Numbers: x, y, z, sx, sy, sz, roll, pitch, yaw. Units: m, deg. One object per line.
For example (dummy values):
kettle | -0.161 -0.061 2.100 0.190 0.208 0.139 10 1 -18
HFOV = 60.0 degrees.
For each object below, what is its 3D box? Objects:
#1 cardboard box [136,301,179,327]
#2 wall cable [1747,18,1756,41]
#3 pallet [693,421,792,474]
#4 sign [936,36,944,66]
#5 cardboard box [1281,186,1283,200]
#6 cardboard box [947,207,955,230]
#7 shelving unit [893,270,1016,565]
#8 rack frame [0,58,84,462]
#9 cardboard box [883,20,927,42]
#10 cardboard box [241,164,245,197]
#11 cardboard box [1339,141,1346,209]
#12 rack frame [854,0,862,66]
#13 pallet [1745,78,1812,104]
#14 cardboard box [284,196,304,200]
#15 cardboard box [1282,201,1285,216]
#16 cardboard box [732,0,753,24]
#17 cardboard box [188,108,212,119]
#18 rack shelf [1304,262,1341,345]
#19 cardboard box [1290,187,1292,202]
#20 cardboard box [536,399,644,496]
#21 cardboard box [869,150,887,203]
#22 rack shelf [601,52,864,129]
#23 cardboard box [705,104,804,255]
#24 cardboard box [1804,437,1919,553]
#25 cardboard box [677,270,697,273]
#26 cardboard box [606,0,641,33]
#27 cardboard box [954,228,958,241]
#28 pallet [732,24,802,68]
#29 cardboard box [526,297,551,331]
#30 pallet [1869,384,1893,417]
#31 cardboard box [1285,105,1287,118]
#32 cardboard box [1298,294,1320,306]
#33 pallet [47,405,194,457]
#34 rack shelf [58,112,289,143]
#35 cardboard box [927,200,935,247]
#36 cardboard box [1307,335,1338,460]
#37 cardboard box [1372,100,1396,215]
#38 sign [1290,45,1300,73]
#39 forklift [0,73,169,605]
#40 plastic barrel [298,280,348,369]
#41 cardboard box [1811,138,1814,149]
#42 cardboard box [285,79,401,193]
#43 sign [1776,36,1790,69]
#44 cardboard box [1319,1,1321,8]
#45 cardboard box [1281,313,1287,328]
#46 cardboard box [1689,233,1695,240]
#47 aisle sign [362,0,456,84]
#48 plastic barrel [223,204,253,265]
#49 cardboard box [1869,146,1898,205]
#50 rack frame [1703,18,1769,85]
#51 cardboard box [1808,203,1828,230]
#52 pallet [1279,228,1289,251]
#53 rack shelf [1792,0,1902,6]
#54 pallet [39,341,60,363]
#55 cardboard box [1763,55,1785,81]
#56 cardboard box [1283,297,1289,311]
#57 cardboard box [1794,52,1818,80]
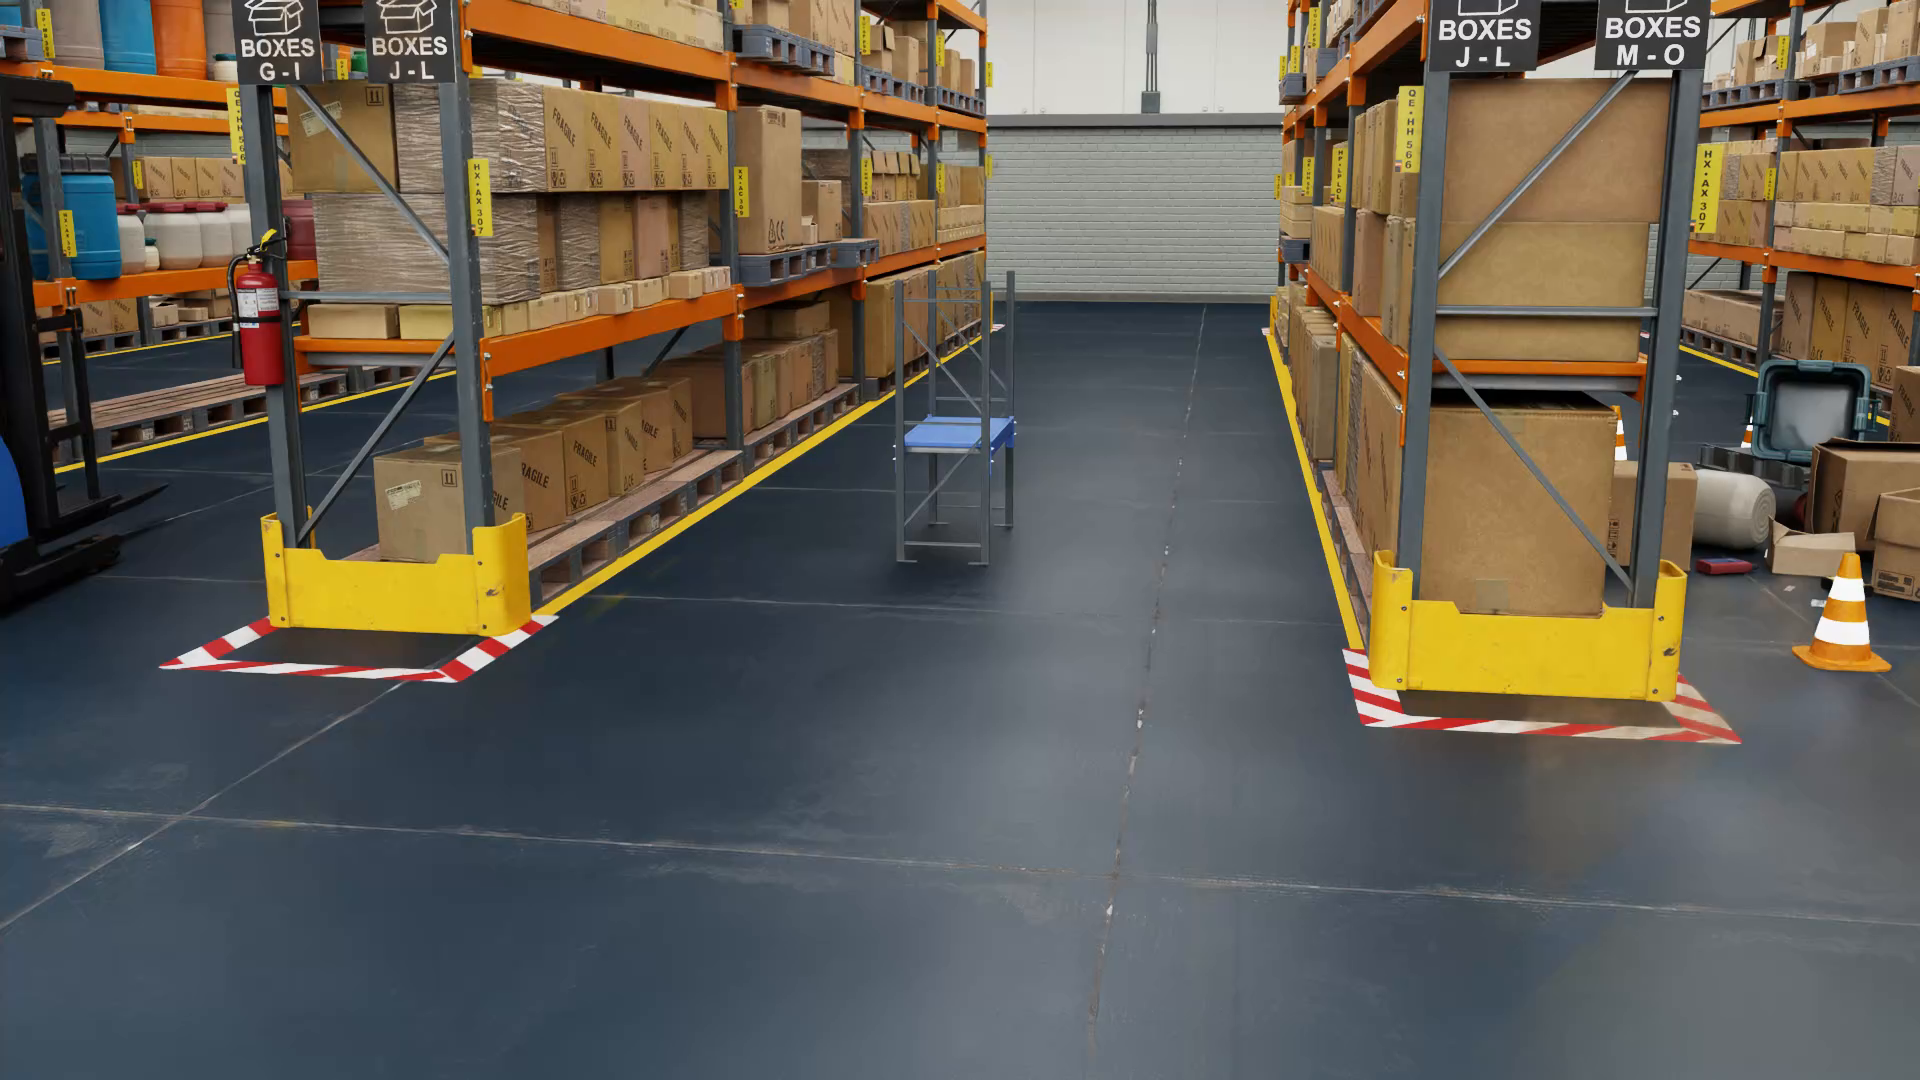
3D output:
cardboard box | -10.271 -2.870 21.031 0.500 0.311 0.500 2 12 9
wall cable | 13.732 -8.100 25.631 2.988 3.039 0.133 2 12 9
pallet | -1.873 -0.701 12.246 1.003 0.211 1.213 2 12 9
sign | -0.223 -5.425 18.452 0.100 0.325 0.005 2 12 9
cardboard box | 3.609 -3.692 17.693 0.380 0.149 0.250 3 12 12
cardboard box | -0.349 -3.832 19.806 0.500 0.250 0.500 2 12 8
shelving unit | -0.013 -0.715 9.253 0.538 1.500 1.048 2 12 9
rack frame | -6.885 -2.063 11.945 1.000 3.000 0.127 2 12 9
cardboard box | -0.610 -5.899 19.375 0.500 0.250 0.500 1 12 5
cardboard box | -9.882 -4.945 22.708 0.500 0.500 0.500 2 12 10
cardboard box | 3.277 -2.786 12.688 0.700 0.500 0.500 2 12 8
rack frame | -1.376 -5.668 14.432 1.000 3.000 0.127 2 12 9
pallet | 9.167 -4.839 17.920 1.003 0.211 1.213 2 12 9
cardboard box | -9.734 -4.669 23.800 0.500 0.500 0.500 2 12 10
cardboard box | 3.493 -3.385 16.973 0.380 0.149 0.250 1 12 6
cardboard box | -1.821 -3.719 11.268 0.797 0.503 0.637 1 12 6
cardboard box | -10.070 -5.584 21.518 0.500 0.250 0.500 2 12 9
rack shelf | 3.202 -1.785 12.365 1.077 0.370 4.000 2 12 9
cardboard box | 3.213 -3.150 15.178 0.380 0.149 0.250 2 12 10
cardboard box | -2.191 -0.552 9.873 0.500 0.500 0.500 1 12 4
cardboard box | -1.145 -3.561 16.281 0.797 0.503 0.637 2 12 10
rack shelf | -1.684 -3.433 12.892 1.077 0.370 4.000 2 12 9
cardboard box | -1.731 -2.562 11.839 1.000 1.000 1.000 2 12 9
cardboard box | 5.090 -0.237 9.077 0.797 0.637 0.503 2 12 9
cardboard box | -1.880 -1.623 10.502 0.380 0.149 0.250 2 12 9
cardboard box | -2.049 -2.874 8.943 0.500 0.250 0.500 2 12 10
cardboard box | -0.229 -3.713 20.200 0.380 0.149 0.250 2 12 8
pallet | -1.791 -3.402 11.484 1.213 0.211 1.003 2 12 9
cardboard box | -2.217 -1.101 8.080 0.380 0.149 0.250 2 12 9
pallet | 8.612 -1.212 14.618 1.003 0.211 1.213 2 12 9
cardboard box | 4.418 -5.526 21.253 0.500 0.250 0.500 2 12 11
cardboard box | 3.422 -2.159 15.550 0.500 0.250 0.500 2 12 9
pallet | -6.803 -0.864 13.003 1.003 0.211 1.213 2 12 9
rack shelf | -10.241 -5.420 22.112 1.077 0.370 4.000 2 12 9
cardboard box | -0.563 -3.510 18.424 0.500 0.500 0.500 2 12 9
cardboard box | 2.901 -0.958 11.163 1.050 0.750 0.750 2 12 8
cardboard box | 2.541 -1.909 8.313 0.875 0.550 0.500 2 12 9
sign | 3.587 -5.121 17.788 0.100 0.325 0.005 2 12 9
forklift | -5.053 -1.236 8.272 1.130 2.935 3.031 0 12 -2
plastic barrel | -6.212 -2.142 16.468 0.600 0.830 0.708 2 12 9
cardboard box | 8.912 -4.227 17.837 0.380 0.149 0.250 2 12 10
cardboard box | -2.766 -1.875 7.758 0.500 0.500 0.500 2 12 9
sign | 8.482 -5.022 17.141 0.100 0.325 0.005 2 12 9
cardboard box | 3.379 -4.643 14.741 0.396 0.266 0.258 2 12 9
cardboard box | 3.912 -2.532 19.186 0.380 0.149 0.250 1 12 7
cardboard box | 9.238 -3.931 20.378 0.500 0.500 0.500 2 12 8
aisle sign | -2.320 -2.318 6.958 0.394 0.787 0.004 2 12 9
plastic barrel | -6.282 -2.641 14.364 0.421 0.512 0.421 0 12 0
cardboard box | 8.308 -3.175 14.494 0.500 0.500 0.500 2 12 10
rack frame | 9.646 -7.012 20.669 1.000 3.000 0.127 2 12 9
cardboard box | 8.528 -3.122 16.027 0.500 0.250 0.500 2 12 9
pallet | 3.863 -3.138 17.388 1.003 0.211 1.213 2 12 9
rack shelf | 8.723 -5.216 14.992 1.077 0.370 4.000 2 12 9
pallet | -10.822 -2.101 18.741 1.003 0.211 1.213 2 12 9
cardboard box | 8.813 -5.045 17.746 0.396 0.266 0.258 2 12 10
cardboard box | 4.021 -2.788 19.669 0.380 0.149 0.250 1 12 6
cardboard box | 8.608 -4.760 16.661 0.396 0.266 0.258 2 12 8
